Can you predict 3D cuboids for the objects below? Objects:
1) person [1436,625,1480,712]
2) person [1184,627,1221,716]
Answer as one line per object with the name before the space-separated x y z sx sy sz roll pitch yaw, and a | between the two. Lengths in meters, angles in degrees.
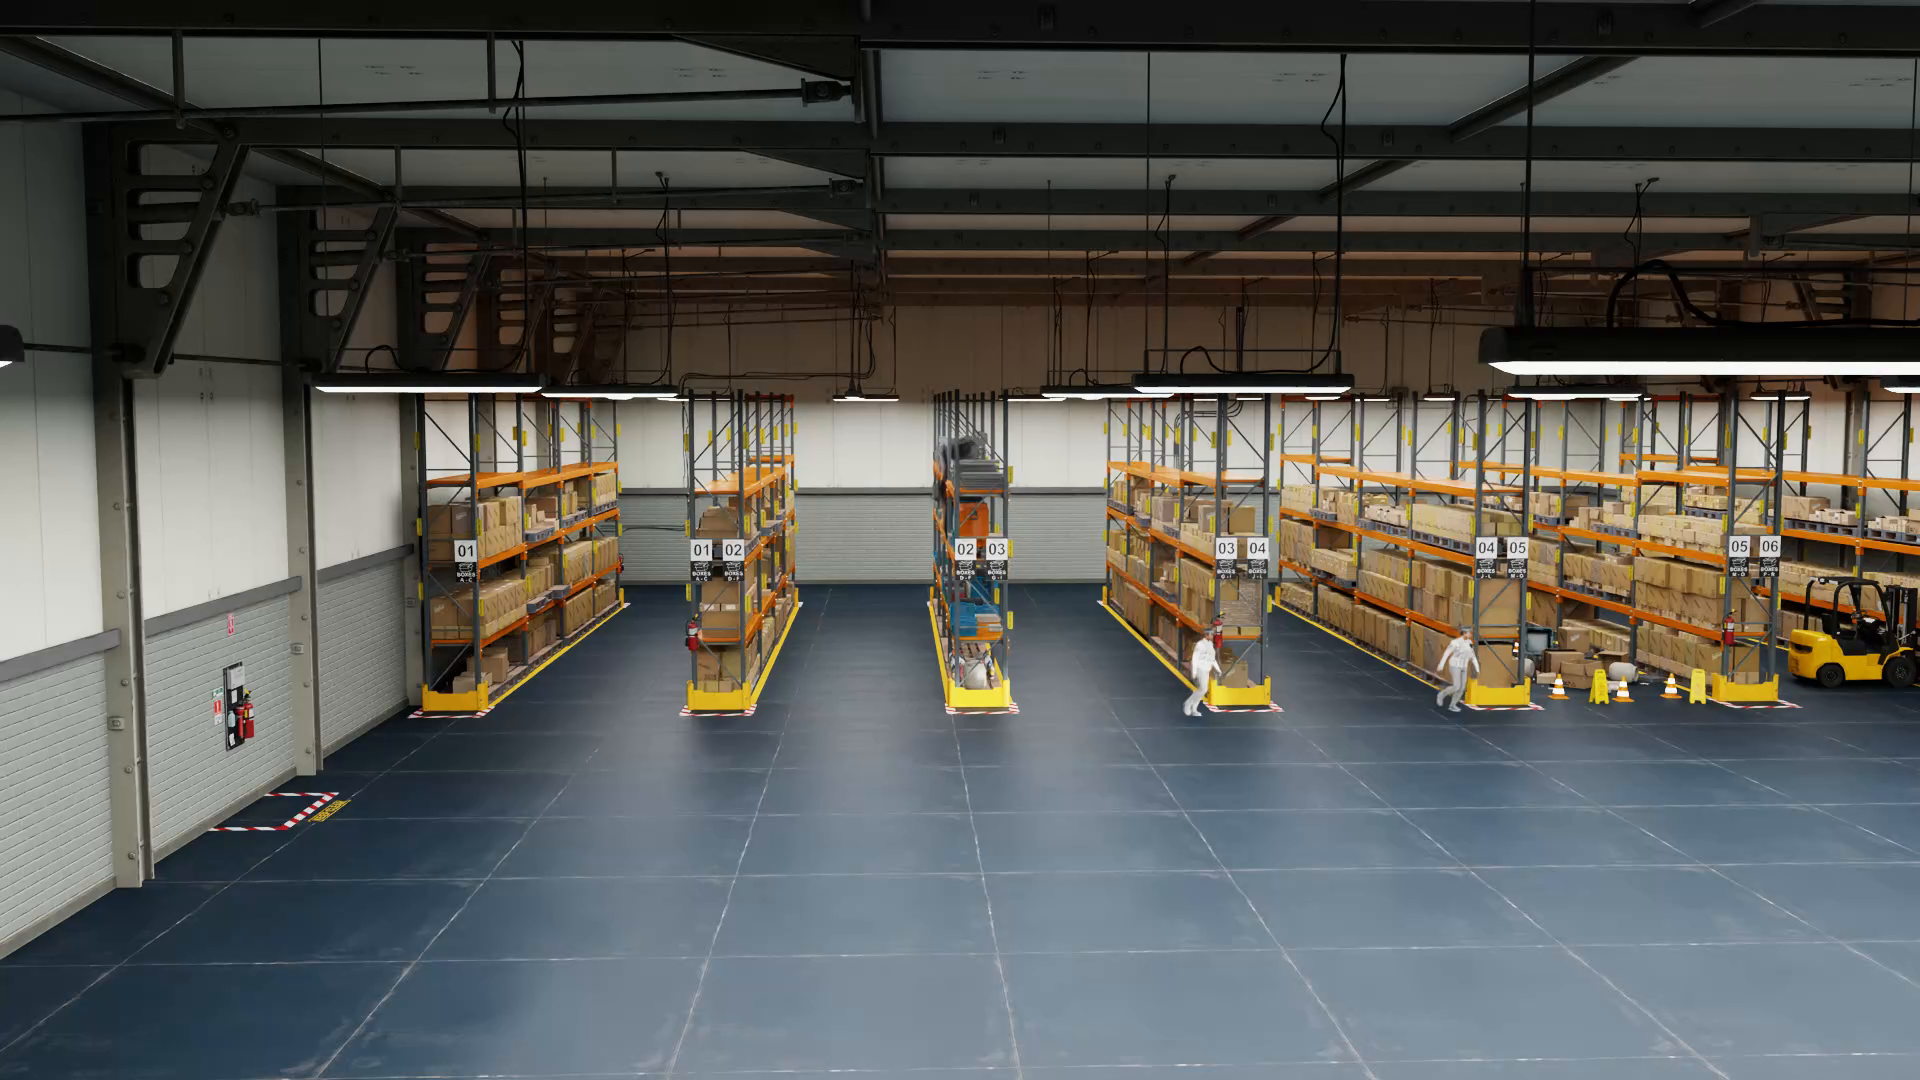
person | 9.276 2.383 30.989 0.621 1.629 0.616 -3 5 -30
person | 4.473 2.408 30.497 0.570 1.628 0.653 3 6 35
